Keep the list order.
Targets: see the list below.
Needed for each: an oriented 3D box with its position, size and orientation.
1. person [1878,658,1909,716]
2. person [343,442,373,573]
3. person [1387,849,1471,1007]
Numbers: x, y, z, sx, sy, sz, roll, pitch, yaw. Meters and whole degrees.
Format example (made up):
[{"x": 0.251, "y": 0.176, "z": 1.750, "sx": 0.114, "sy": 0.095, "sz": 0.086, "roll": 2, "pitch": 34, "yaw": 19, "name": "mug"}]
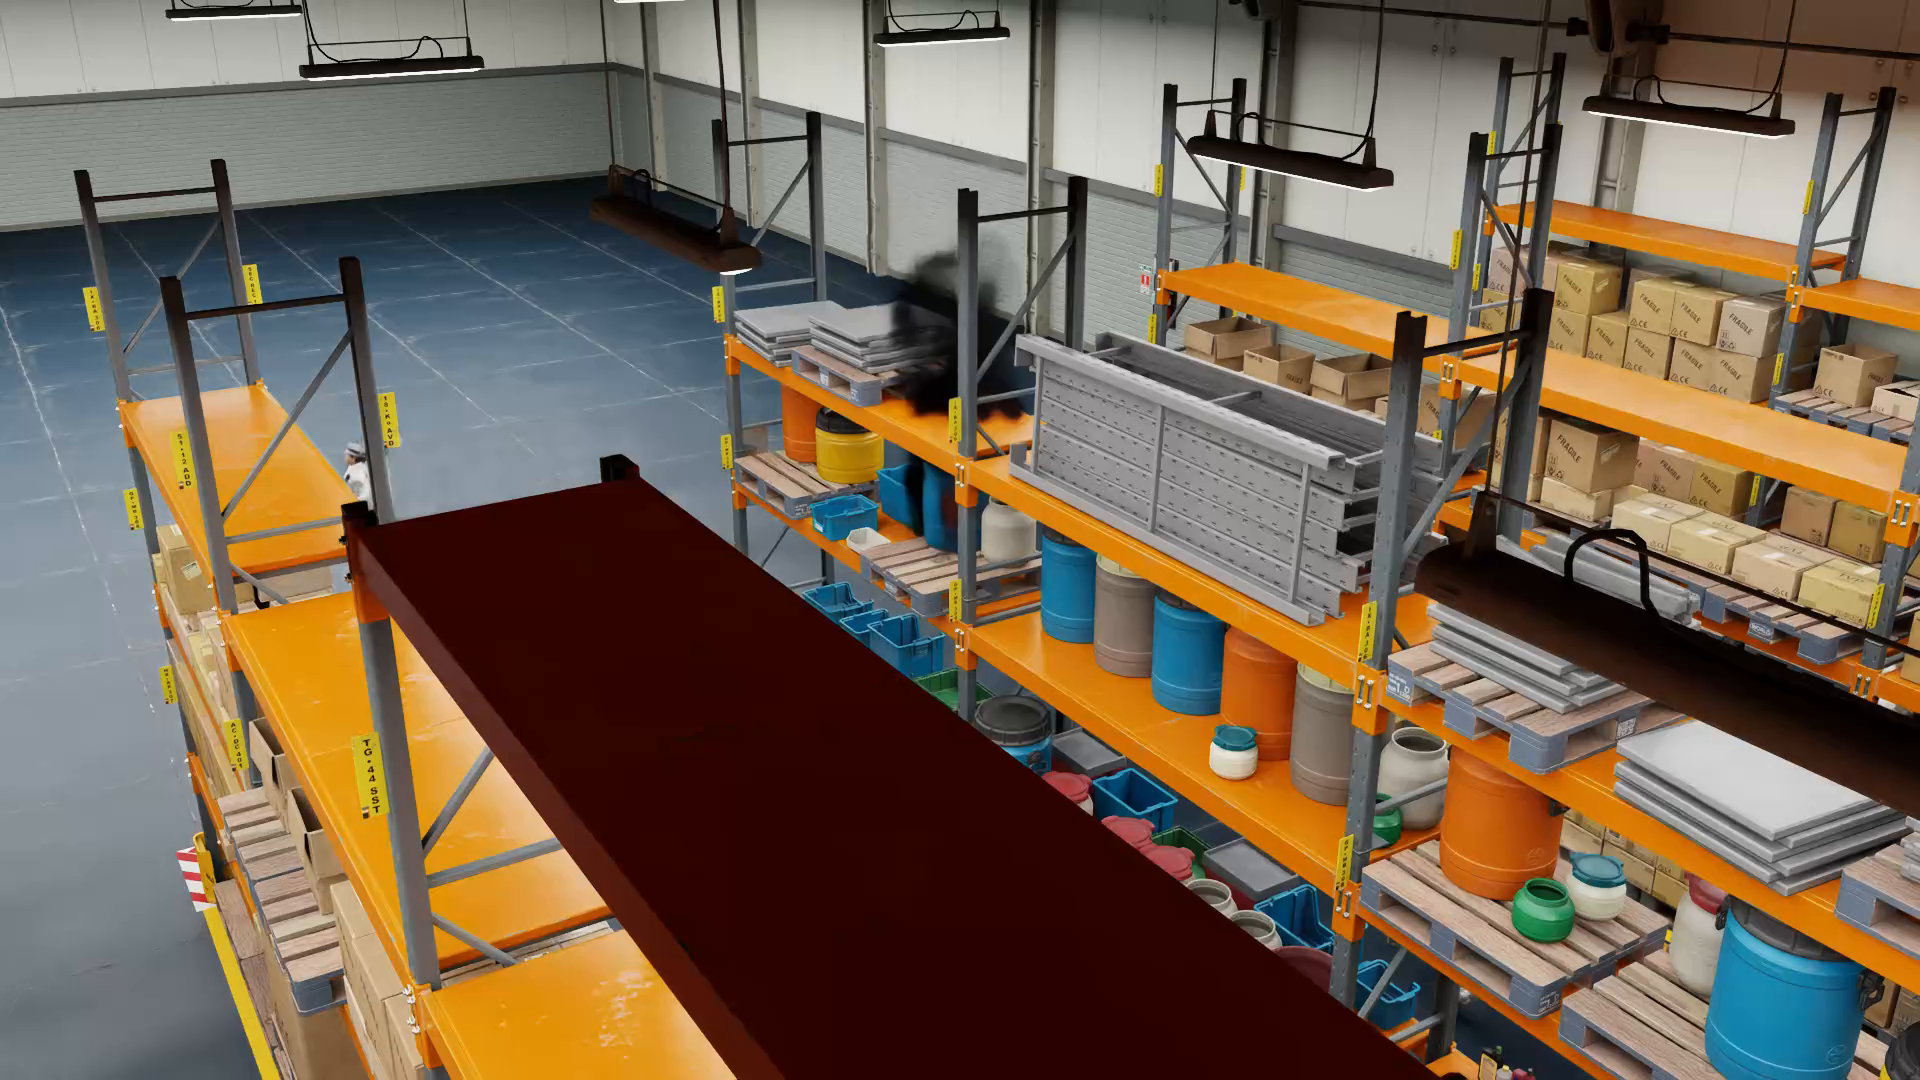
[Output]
[{"x": 7.922, "y": 1.785, "z": 14.591, "sx": 0.724, "sy": 1.723, "sz": 0.584, "roll": 19, "pitch": 29, "yaw": 39, "name": "person"}, {"x": -7.216, "y": -0.402, "z": 20.163, "sx": 0.700, "sy": 1.657, "sz": 0.605, "roll": -7, "pitch": 23, "yaw": -16, "name": "person"}, {"x": 3.551, "y": 2.577, "z": 12.422, "sx": 0.650, "sy": 1.758, "sz": 0.878, "roll": -19, "pitch": 28, "yaw": -39, "name": "person"}]
